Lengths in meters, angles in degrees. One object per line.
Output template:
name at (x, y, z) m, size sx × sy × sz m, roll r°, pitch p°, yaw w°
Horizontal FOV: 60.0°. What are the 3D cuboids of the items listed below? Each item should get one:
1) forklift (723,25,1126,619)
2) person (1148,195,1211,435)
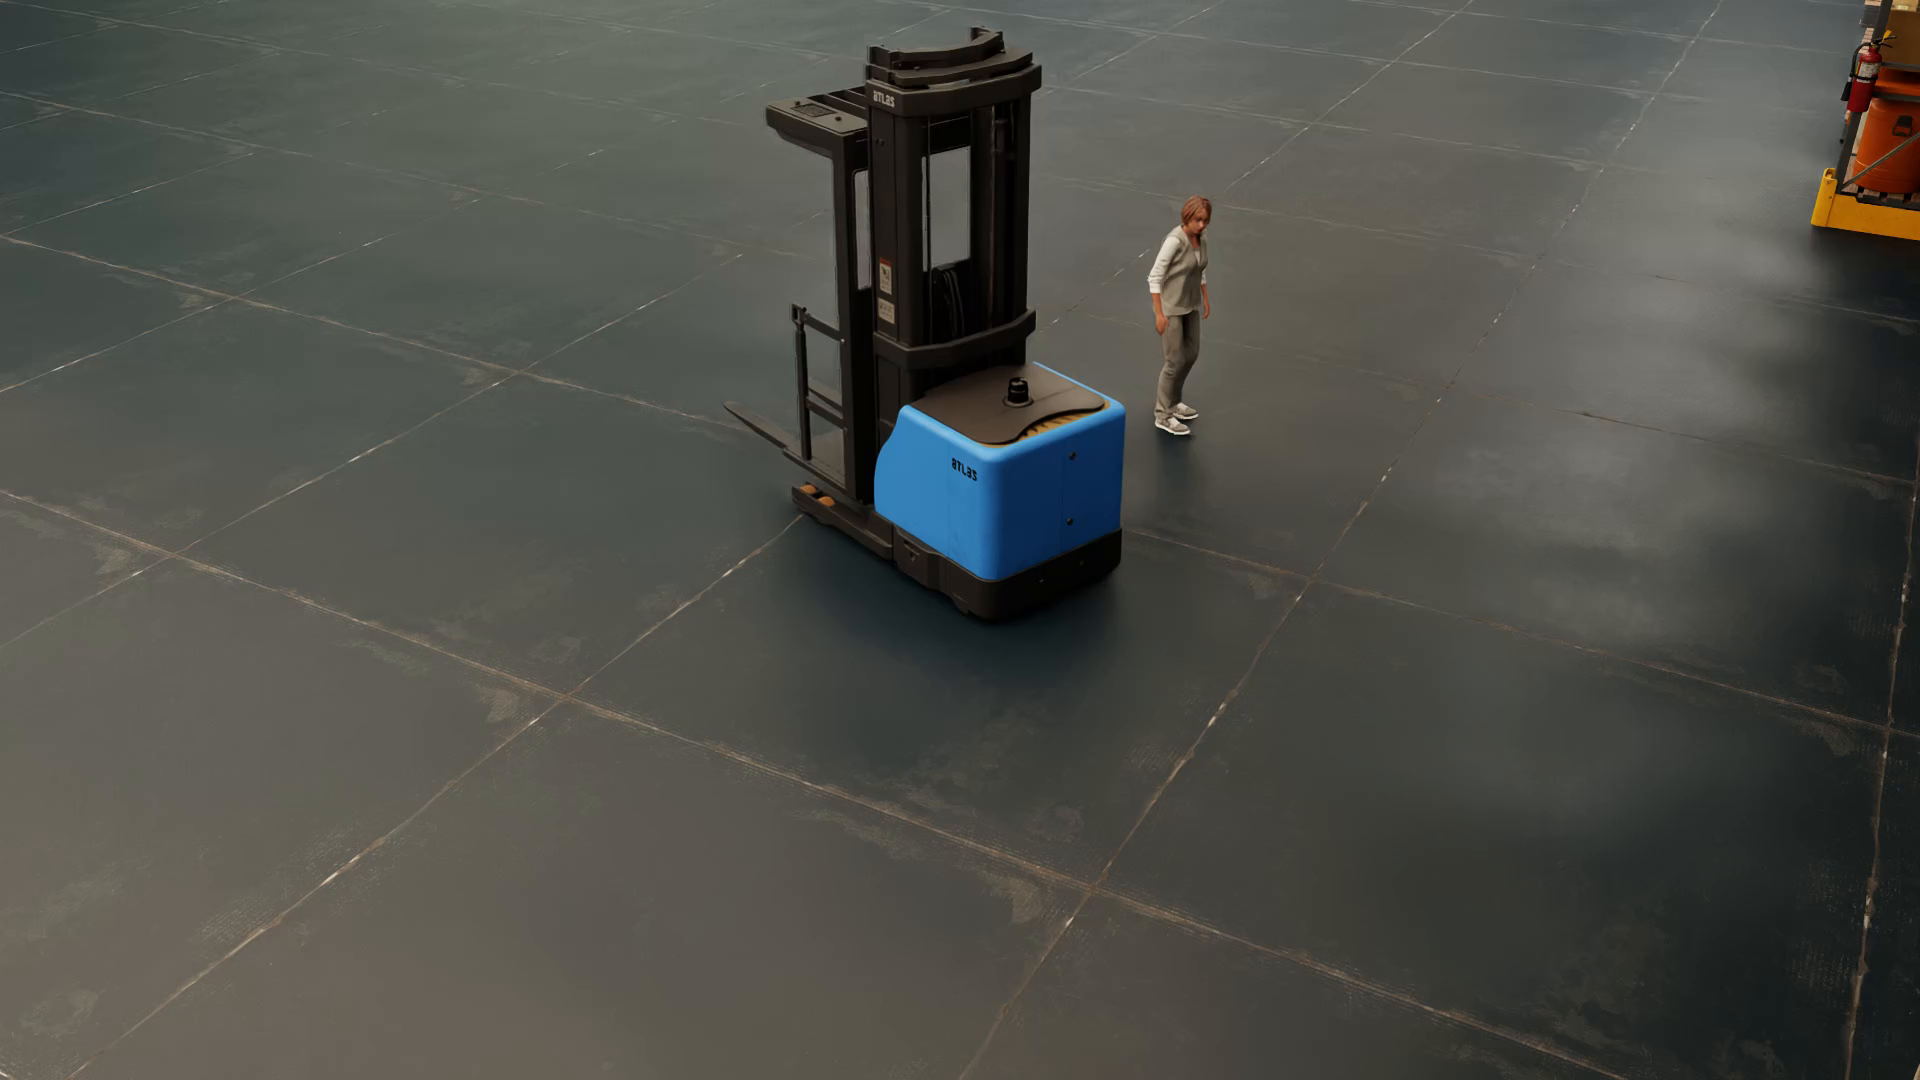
forklift at (-0.382, -1.507, 9.682) m, size 1.130 × 2.935 × 3.031 m, roll -22°, pitch 37°, yaw -33°
person at (1.484, -1.504, 11.024) m, size 0.397 × 1.587 × 0.560 m, roll 23°, pitch 37°, yaw 34°
